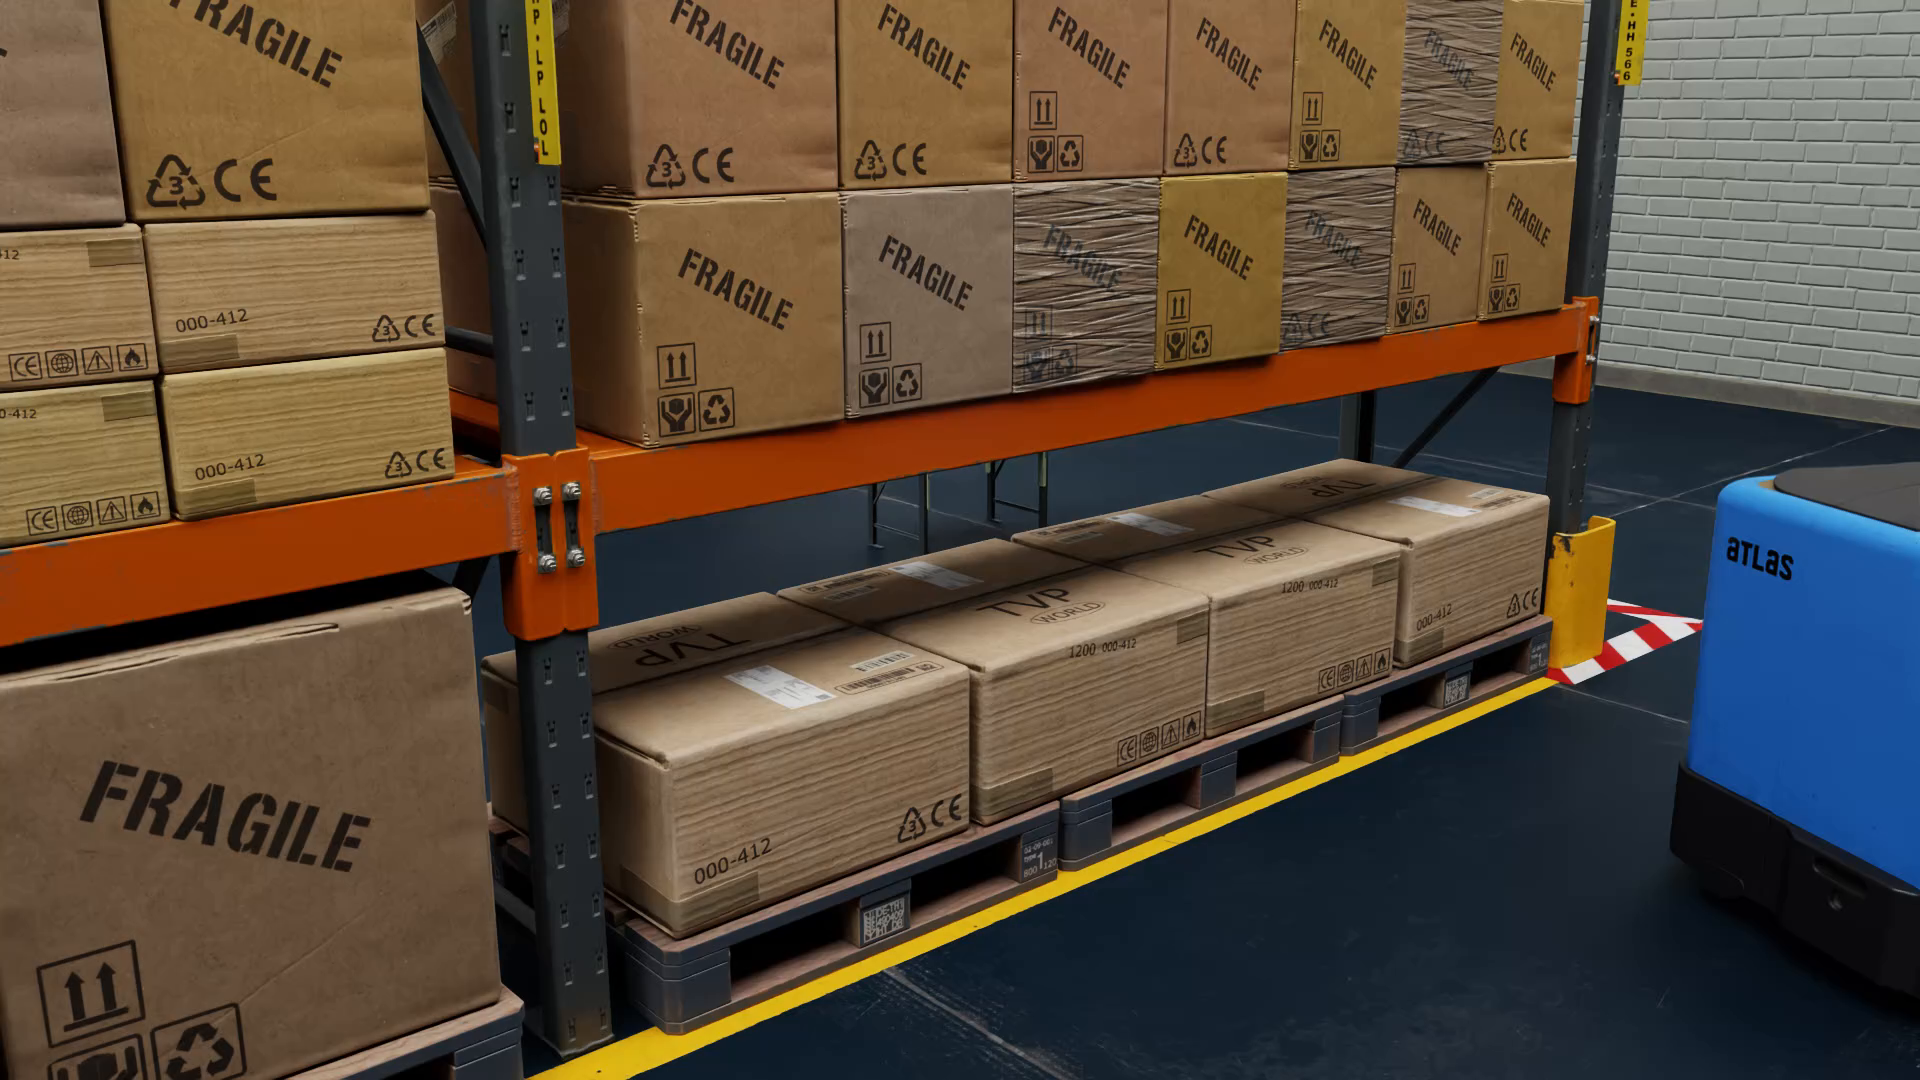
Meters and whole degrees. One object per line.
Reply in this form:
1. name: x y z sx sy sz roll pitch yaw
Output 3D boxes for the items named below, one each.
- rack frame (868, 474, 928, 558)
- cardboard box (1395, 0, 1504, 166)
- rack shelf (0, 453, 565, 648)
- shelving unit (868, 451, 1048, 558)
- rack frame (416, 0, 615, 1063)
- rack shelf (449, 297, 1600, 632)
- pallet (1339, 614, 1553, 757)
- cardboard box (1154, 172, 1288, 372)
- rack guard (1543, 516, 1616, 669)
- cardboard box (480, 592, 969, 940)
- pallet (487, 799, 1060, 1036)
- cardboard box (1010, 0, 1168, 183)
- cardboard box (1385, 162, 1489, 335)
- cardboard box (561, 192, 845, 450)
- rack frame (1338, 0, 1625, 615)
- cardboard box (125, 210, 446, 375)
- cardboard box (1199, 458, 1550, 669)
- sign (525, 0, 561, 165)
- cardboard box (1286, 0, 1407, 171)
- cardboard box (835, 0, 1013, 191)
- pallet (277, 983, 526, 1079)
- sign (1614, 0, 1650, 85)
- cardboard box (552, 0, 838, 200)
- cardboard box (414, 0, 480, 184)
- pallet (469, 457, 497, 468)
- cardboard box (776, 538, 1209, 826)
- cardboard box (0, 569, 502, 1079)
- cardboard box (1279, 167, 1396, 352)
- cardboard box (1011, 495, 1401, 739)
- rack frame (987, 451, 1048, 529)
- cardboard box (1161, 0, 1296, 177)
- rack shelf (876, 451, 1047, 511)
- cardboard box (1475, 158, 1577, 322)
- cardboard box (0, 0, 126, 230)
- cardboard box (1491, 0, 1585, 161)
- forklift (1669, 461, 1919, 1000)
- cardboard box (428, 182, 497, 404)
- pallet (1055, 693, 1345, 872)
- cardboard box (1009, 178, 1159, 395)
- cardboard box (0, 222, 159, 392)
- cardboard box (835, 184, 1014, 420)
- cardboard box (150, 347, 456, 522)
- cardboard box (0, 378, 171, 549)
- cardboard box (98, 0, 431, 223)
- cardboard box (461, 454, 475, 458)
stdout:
1. rack frame: -0.281 -0.661 7.320 0.023 1.500 0.400 -13 19 -39
2. cardboard box: 1.305 -1.425 5.140 0.500 0.500 0.500 -13 19 -39
3. rack shelf: -2.639 0.248 2.402 4.000 0.370 1.077 -13 19 -39
4. shelving unit: -0.005 -0.723 7.552 0.755 1.500 0.431 -13 19 -39
5. rack frame: -1.130 -0.438 3.577 0.127 3.000 1.000 -13 19 -39
6. rack shelf: 0.378 -0.429 4.938 4.000 0.370 1.077 -13 19 -39
7. pallet: 1.335 0.382 5.910 1.213 0.211 1.003 -13 19 -39
8. cardboard box: 0.546 -0.770 4.625 0.500 0.500 0.500 -12 19 -38
9. rack guard: 1.905 0.088 6.452 0.348 0.500 1.175 -13 19 -39
10. cardboard box: -0.586 0.512 4.174 0.875 0.438 0.875 -13 20 -40
11. pallet: -0.505 0.796 4.362 1.213 0.211 1.003 -13 19 -39
12. cardboard box: 0.167 -1.172 4.193 0.500 0.500 0.500 -12 19 -38
13. cardboard box: 1.309 -0.949 5.295 0.500 0.500 0.500 -13 20 -41
14. cardboard box: -0.604 -0.515 3.671 0.500 0.500 0.500 -12 19 -38
15. rack frame: 1.887 -1.116 6.114 0.127 3.000 1.000 -13 19 -39
16. cardboard box: -1.303 -0.485 3.075 0.500 0.250 0.500 -13 20 -39
17. cardboard box: 1.455 0.051 5.899 0.875 0.438 0.875 -14 20 -41
18. sign: -0.767 -0.855 3.049 0.005 0.325 0.100 -13 19 -39
19. cardboard box: 0.930 -1.342 4.829 0.500 0.500 0.500 -13 20 -40
20. cardboard box: -0.227 -1.087 3.876 0.500 0.500 0.500 -13 20 -40
21. pallet: -1.663 1.055 3.393 1.213 0.211 1.003 -13 19 -39
22. sign: 2.233 -1.681 5.530 0.005 0.325 0.100 -13 19 -39
23. cardboard box: -0.612 -1.003 3.561 0.500 0.500 0.500 -12 19 -39
24. cardboard box: -0.956 -1.103 3.936 0.500 0.500 0.500 -13 20 -40
25. pallet: -3.052 -0.366 8.710 1.213 0.211 1.003 -13 19 -39
26. cardboard box: 0.089 0.360 4.742 0.875 0.438 0.875 -13 20 -41
27. cardboard box: -1.546 0.506 3.346 0.875 0.875 0.875 -12 19 -38
28. cardboard box: 0.927 -0.860 4.962 0.500 0.500 0.500 -12 19 -38
29. cardboard box: 0.770 0.207 5.312 0.875 0.438 0.875 -12 19 -38
30. rack frame: 0.271 -0.785 7.784 0.023 1.500 0.400 -13 19 -39
31. cardboard box: 0.549 -1.257 4.511 0.500 0.500 0.500 -13 20 -40
32. rack shelf: -0.005 -0.408 7.636 0.720 0.370 0.431 -13 19 -39
33. cardboard box: 1.697 -1.031 5.602 0.500 0.500 0.500 -13 19 -39
34. cardboard box: -1.688 -0.756 2.635 0.500 0.500 0.500 -12 19 -38
35. cardboard box: 1.680 -1.519 5.493 0.500 0.500 0.500 -12 19 -38
36. forklift: 2.823 -0.211 2.859 1.130 2.935 3.031 -5 16 -18
37. cardboard box: -0.948 -0.615 4.045 0.500 0.500 0.500 -12 19 -39
38. pallet: 0.415 0.588 5.140 1.213 0.211 1.003 -13 19 -39
39. cardboard box: 0.157 -0.682 4.298 0.500 0.500 0.500 -12 19 -39
40. cardboard box: -1.676 -0.399 2.753 0.500 0.250 0.500 -12 19 -38
41. cardboard box: -0.222 -0.599 3.987 0.500 0.500 0.500 -12 19 -39
42. cardboard box: -1.303 -0.240 3.128 0.500 0.250 0.500 -13 20 -41
43. cardboard box: -1.688 -0.154 2.806 0.500 0.250 0.500 -13 20 -40
44. cardboard box: -1.303 -0.845 2.969 0.500 0.500 0.500 -12 19 -38
45. cardboard box: -2.630 -0.524 8.612 0.250 0.149 0.380 -12 19 -38
